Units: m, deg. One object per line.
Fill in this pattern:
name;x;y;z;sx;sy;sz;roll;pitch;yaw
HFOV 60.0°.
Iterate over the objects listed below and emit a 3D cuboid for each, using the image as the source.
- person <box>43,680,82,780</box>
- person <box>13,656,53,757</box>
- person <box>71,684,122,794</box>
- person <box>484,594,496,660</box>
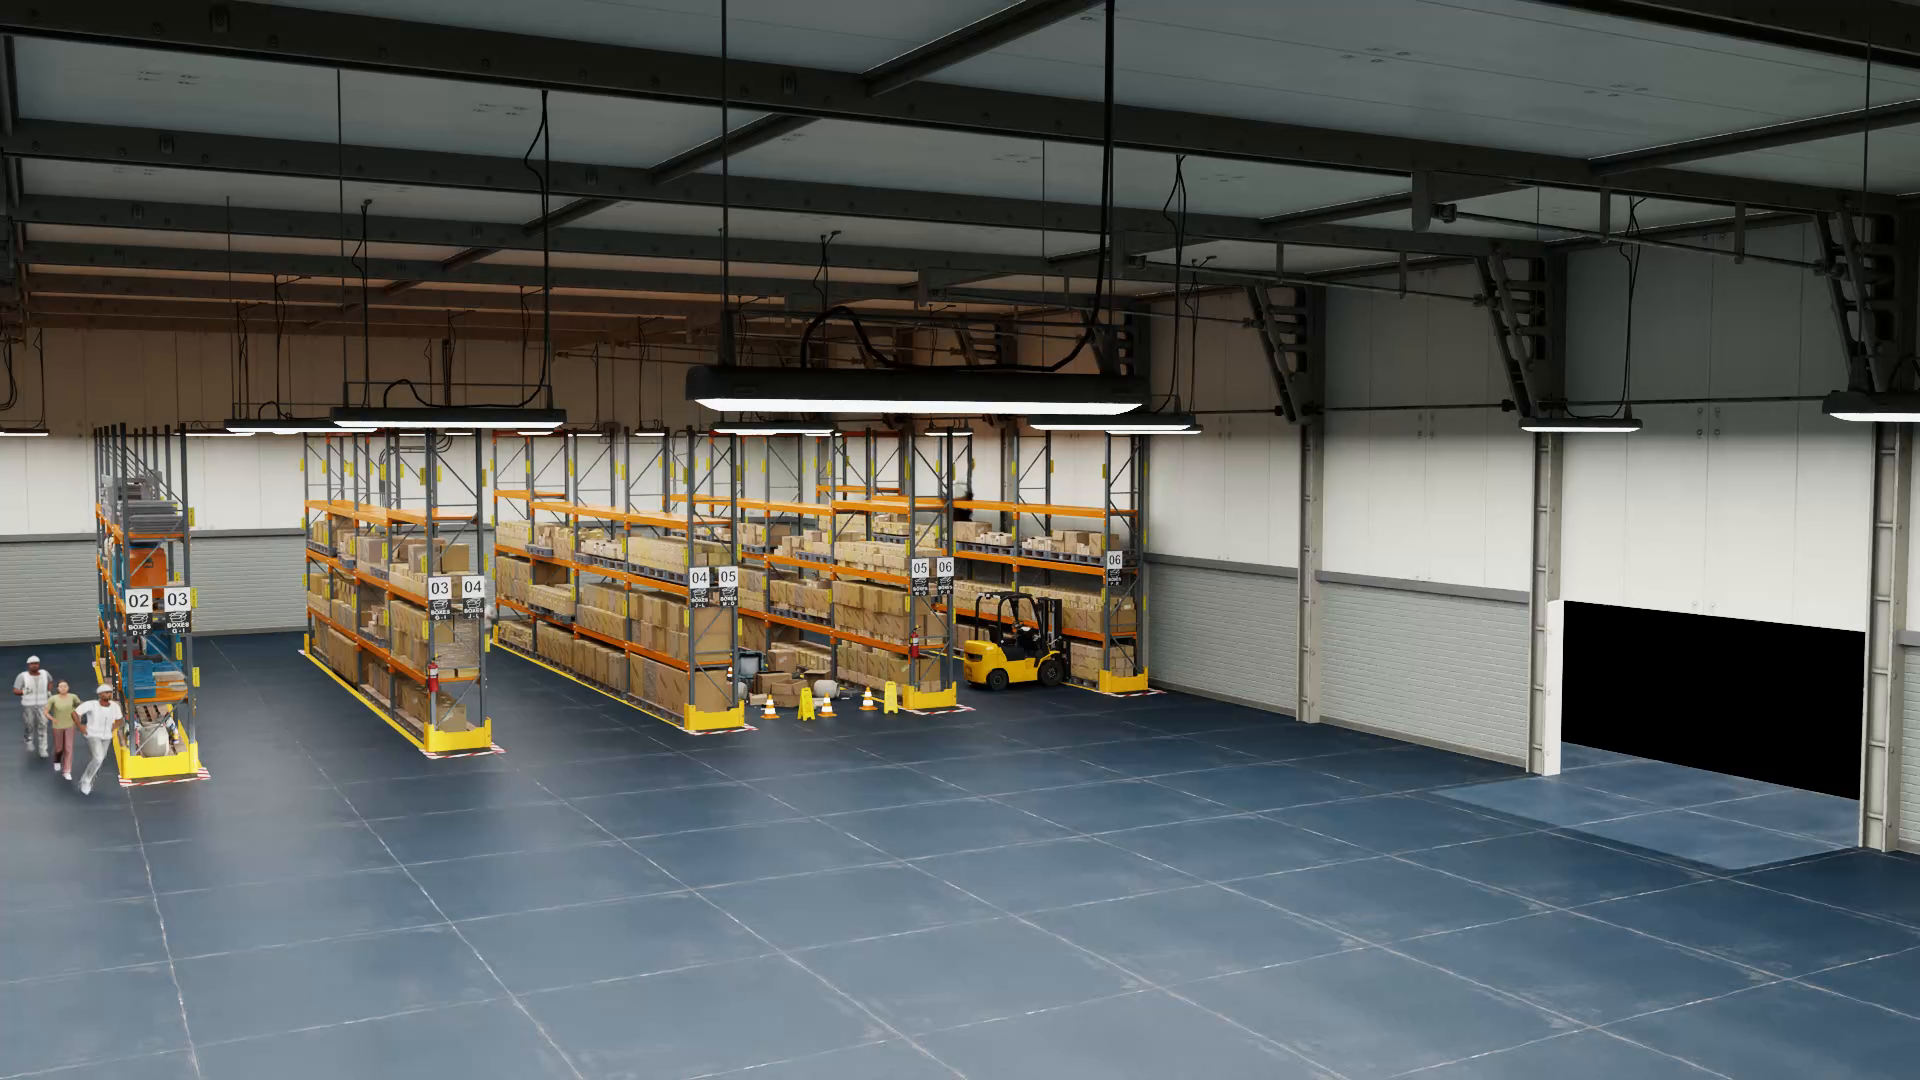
person;-15.216;3.191;28.220;0.582;1.668;0.771;-2;4;-35
person;-16.661;2.978;29.954;0.683;1.776;0.931;-3;4;-39
person;-14.000;3.224;27.082;0.625;1.754;0.695;2;4;28
person;-12.163;2.274;42.412;0.625;1.831;0.758;-2;4;-28
